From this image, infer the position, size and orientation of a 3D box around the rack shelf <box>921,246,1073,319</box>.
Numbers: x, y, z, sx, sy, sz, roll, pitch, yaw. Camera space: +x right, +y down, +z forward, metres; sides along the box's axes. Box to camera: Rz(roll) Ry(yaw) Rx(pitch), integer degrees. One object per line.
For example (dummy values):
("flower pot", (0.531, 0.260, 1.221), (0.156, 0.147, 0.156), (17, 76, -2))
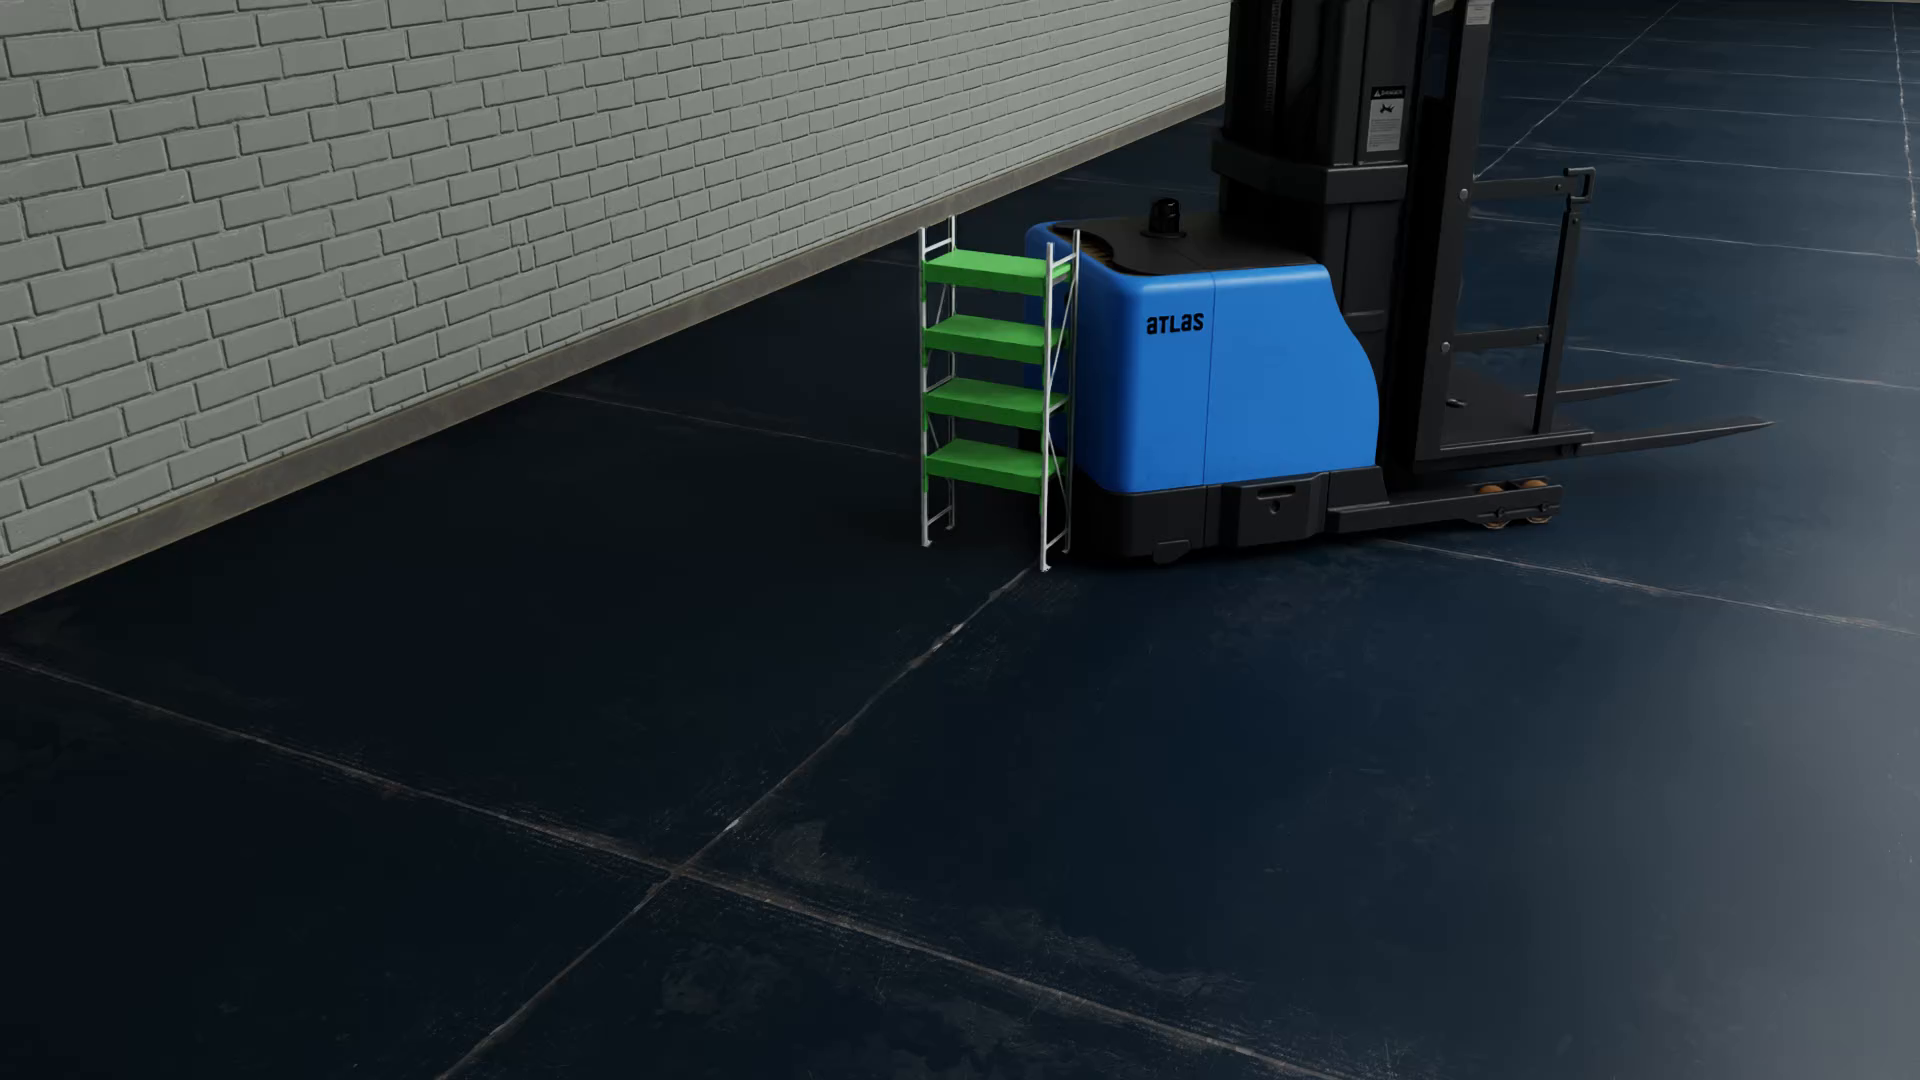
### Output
("rack shelf", (0.135, -0.905, 5.815), (0.480, 0.148, 0.258), (12, 26, 25))

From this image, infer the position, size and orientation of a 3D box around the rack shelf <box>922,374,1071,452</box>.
("rack shelf", (0.135, -0.463, 6.003), (0.480, 0.148, 0.258), (12, 26, 25))

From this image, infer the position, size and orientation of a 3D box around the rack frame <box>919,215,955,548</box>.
("rack frame", (-0.081, -0.567, 6.082), (0.015, 1.200, 0.240), (12, 26, 25))

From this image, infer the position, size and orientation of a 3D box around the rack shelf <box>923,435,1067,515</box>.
("rack shelf", (0.134, -0.242, 6.097), (0.480, 0.148, 0.258), (12, 26, 25))

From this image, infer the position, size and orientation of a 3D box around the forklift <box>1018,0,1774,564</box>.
("forklift", (1.812, -1.579, 6.252), (3.031, 2.935, 1.130), (-7, 24, -16))

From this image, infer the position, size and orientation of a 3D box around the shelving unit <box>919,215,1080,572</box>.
("shelving unit", (0.135, -0.522, 5.978), (0.503, 1.200, 0.258), (12, 26, 25))

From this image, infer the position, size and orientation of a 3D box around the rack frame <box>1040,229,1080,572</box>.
("rack frame", (0.351, -0.477, 5.873), (0.015, 1.200, 0.240), (12, 26, 25))

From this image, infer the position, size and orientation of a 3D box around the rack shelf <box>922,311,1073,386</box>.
("rack shelf", (0.135, -0.684, 5.909), (0.480, 0.148, 0.258), (12, 26, 25))
